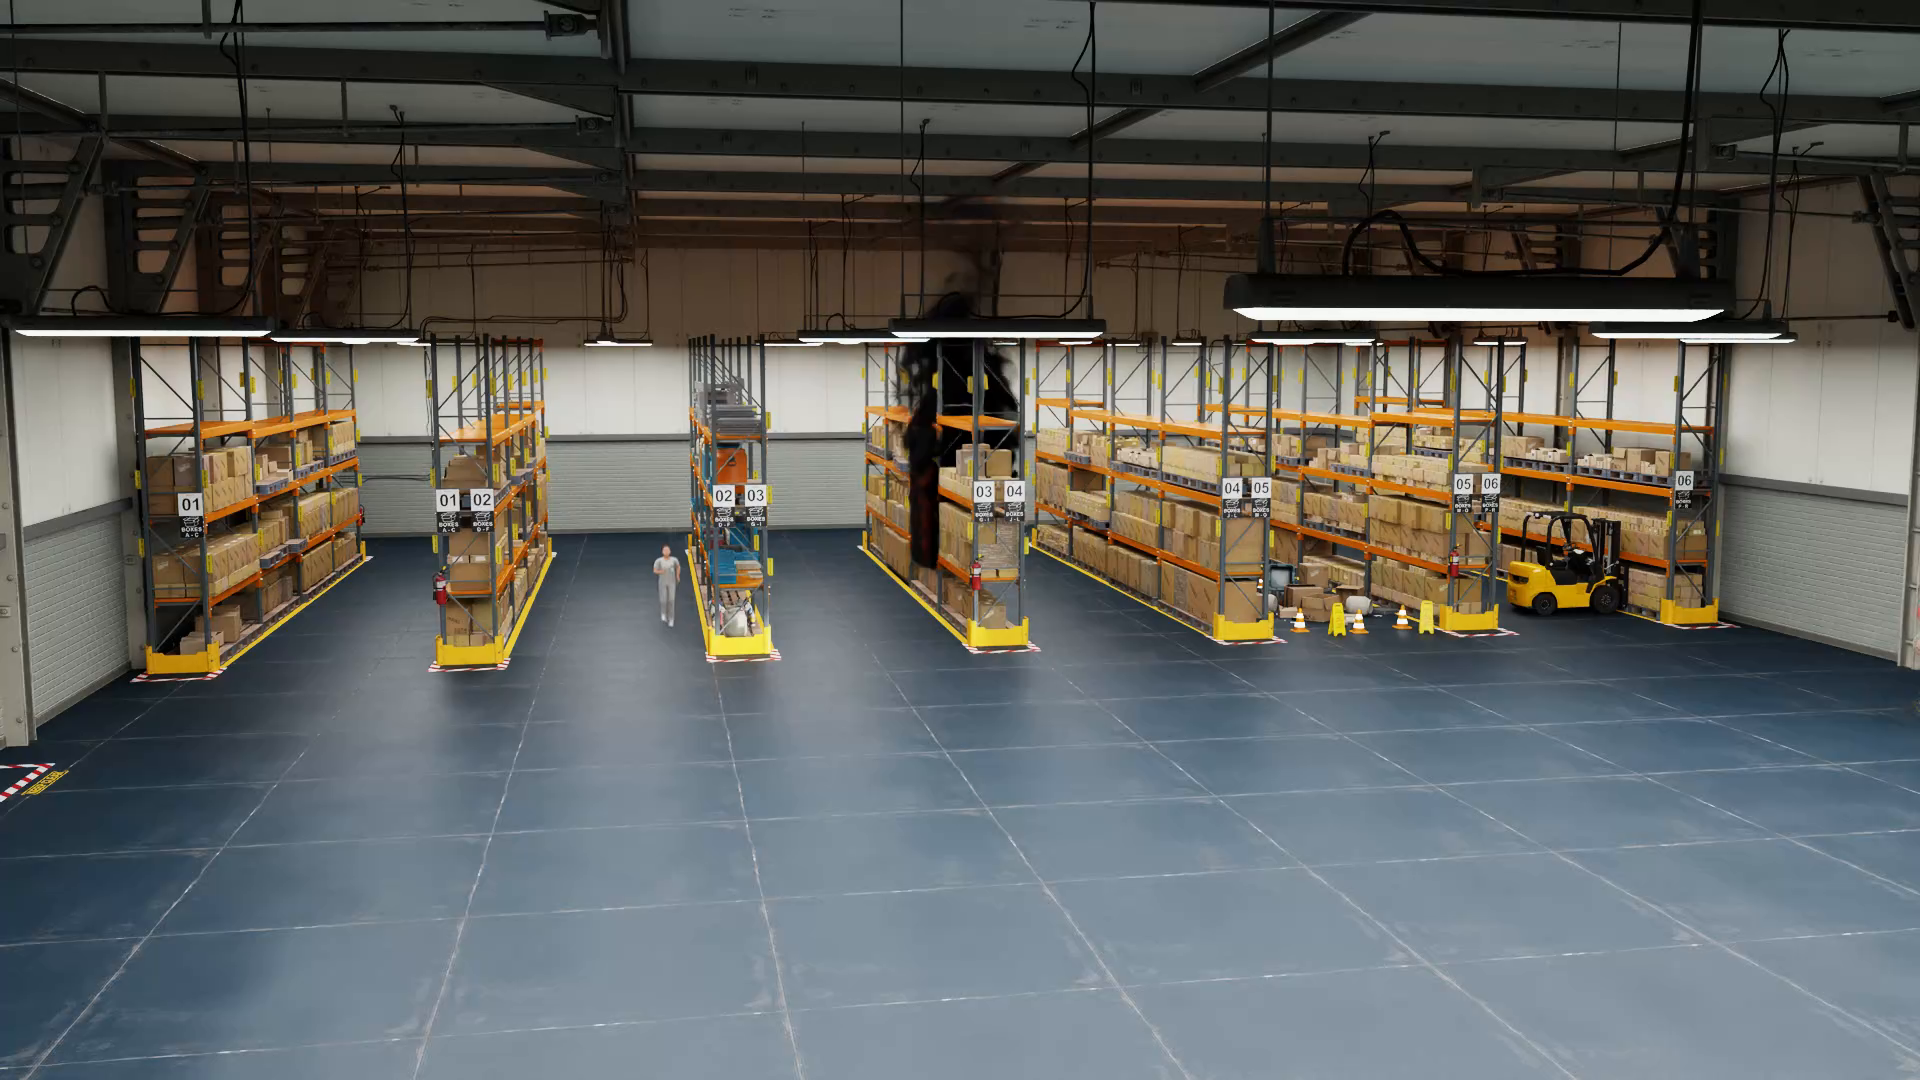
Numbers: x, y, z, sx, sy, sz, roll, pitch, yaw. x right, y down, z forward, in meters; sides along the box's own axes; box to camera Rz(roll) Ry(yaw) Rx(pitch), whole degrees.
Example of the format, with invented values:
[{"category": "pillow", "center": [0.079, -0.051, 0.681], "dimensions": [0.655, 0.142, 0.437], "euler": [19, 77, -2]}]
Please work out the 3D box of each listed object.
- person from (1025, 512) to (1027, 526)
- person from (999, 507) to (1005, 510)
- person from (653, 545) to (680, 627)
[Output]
[{"category": "person", "center": [1.494, -0.293, 45.233], "dimensions": [0.672, 1.730, 0.910], "euler": [-1, 7, -6]}, {"category": "person", "center": [1.181, -0.665, 49.260], "dimensions": [0.721, 1.498, 0.508], "euler": [4, 7, 29]}, {"category": "person", "center": [-6.073, 0.920, 34.507], "dimensions": [0.564, 1.653, 0.970], "euler": [-2, 7, -13]}]
